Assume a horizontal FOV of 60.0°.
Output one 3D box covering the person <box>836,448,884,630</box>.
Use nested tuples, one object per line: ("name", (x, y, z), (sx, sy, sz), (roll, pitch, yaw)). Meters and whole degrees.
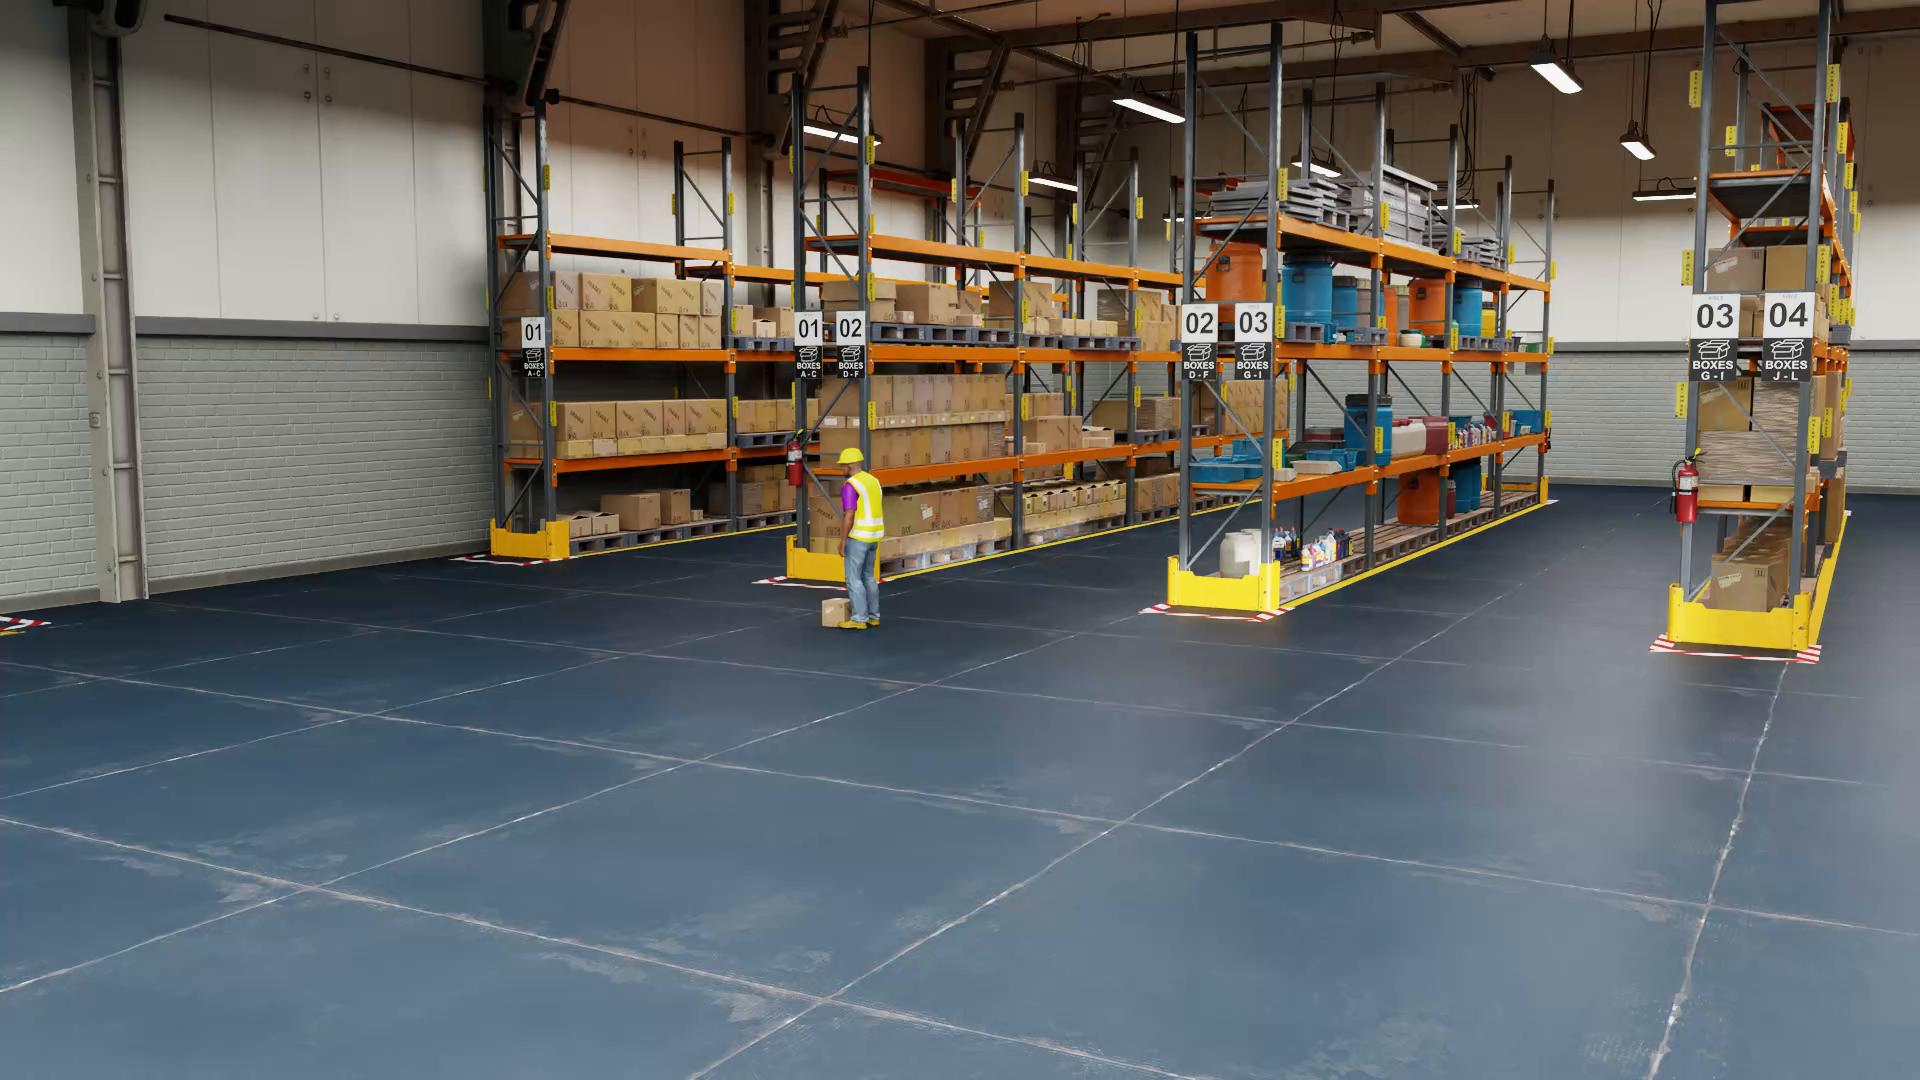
("person", (-0.990, -0.022, 16.261), (0.461, 1.761, 0.628), (3, 7, 28))
